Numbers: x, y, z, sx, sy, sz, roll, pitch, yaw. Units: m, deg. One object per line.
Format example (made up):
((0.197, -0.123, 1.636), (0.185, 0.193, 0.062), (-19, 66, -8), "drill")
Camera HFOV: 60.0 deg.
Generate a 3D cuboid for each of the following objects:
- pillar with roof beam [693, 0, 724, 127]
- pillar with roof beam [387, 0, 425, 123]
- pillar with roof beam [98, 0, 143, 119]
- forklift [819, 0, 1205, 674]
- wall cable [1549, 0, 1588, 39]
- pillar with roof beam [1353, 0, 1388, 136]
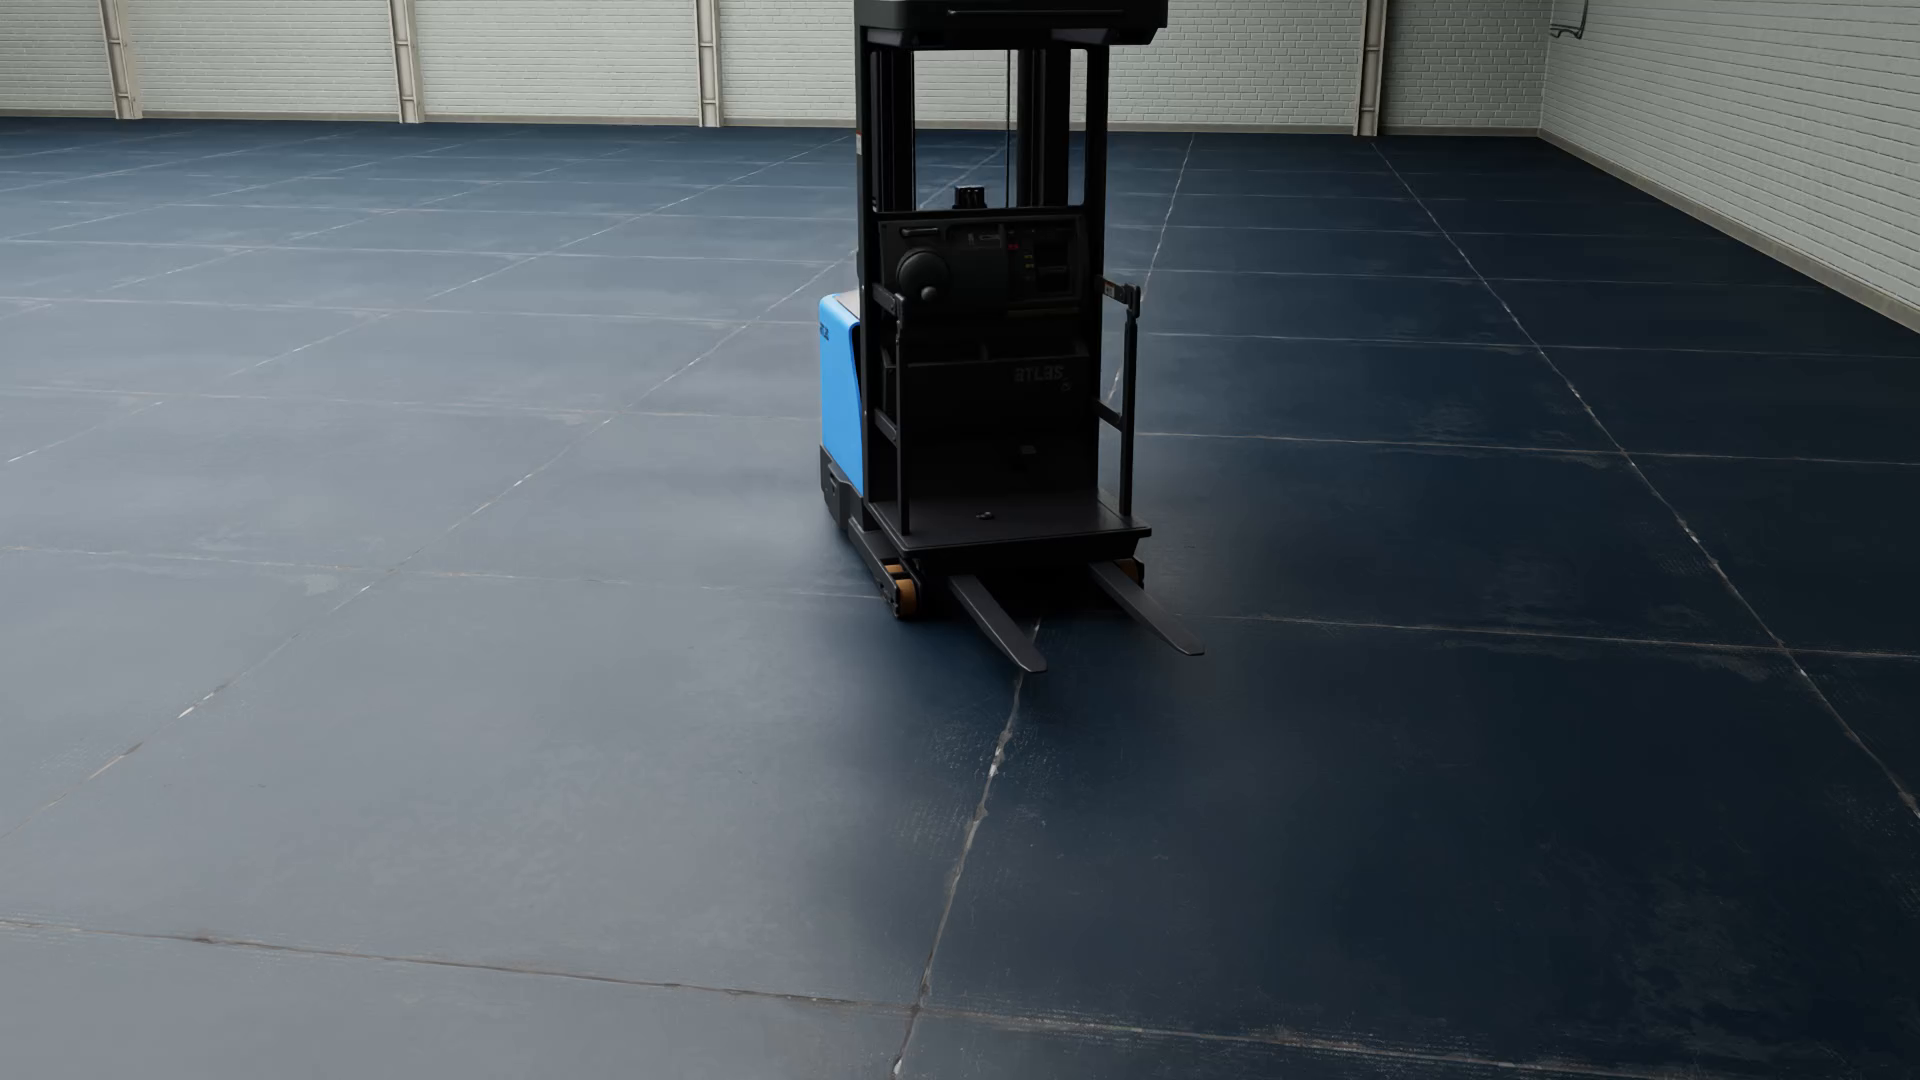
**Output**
((-5.351, -10.702, 25.825), (0.400, 9.000, 9.100), (3, 19, 9), "pillar with roof beam")
((-11.276, -11.004, 26.728), (0.400, 9.000, 9.100), (3, 19, 9), "pillar with roof beam")
((-17.200, -11.306, 27.630), (0.400, 9.000, 9.100), (3, 19, 9), "pillar with roof beam")
((0.168, -1.198, 6.985), (1.130, 2.935, 3.031), (-5, 19, -15), "forklift")
((9.878, -9.411, 26.863), (0.112, 2.526, 3.097), (3, 19, 9), "wall cable")
((6.497, -10.098, 24.020), (0.400, 9.000, 9.100), (3, 19, 9), "pillar with roof beam")
